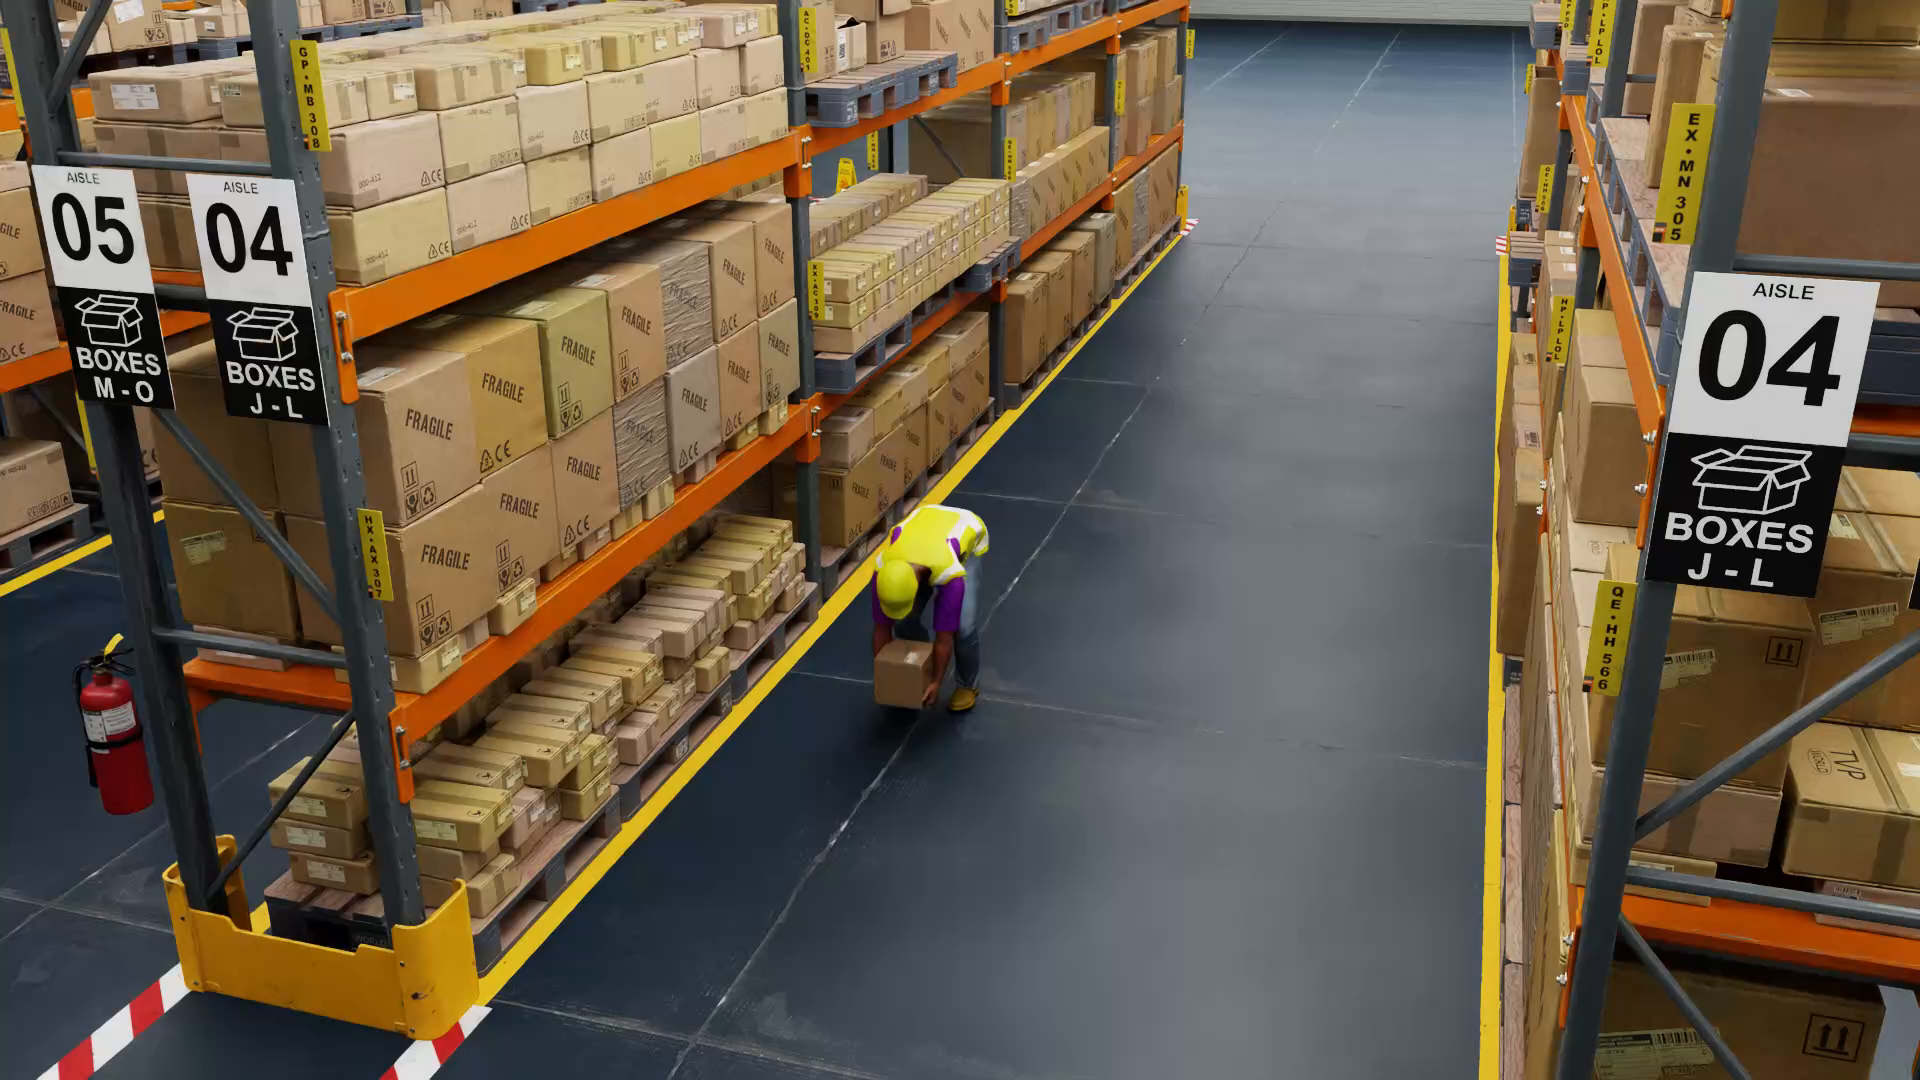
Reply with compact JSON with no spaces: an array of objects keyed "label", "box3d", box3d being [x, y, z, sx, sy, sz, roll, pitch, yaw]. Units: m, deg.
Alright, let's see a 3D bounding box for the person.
[{"label":"person","box3d":[-0.168,0.412,8.465,0.481,1.064,0.982,8,23,20]}]
